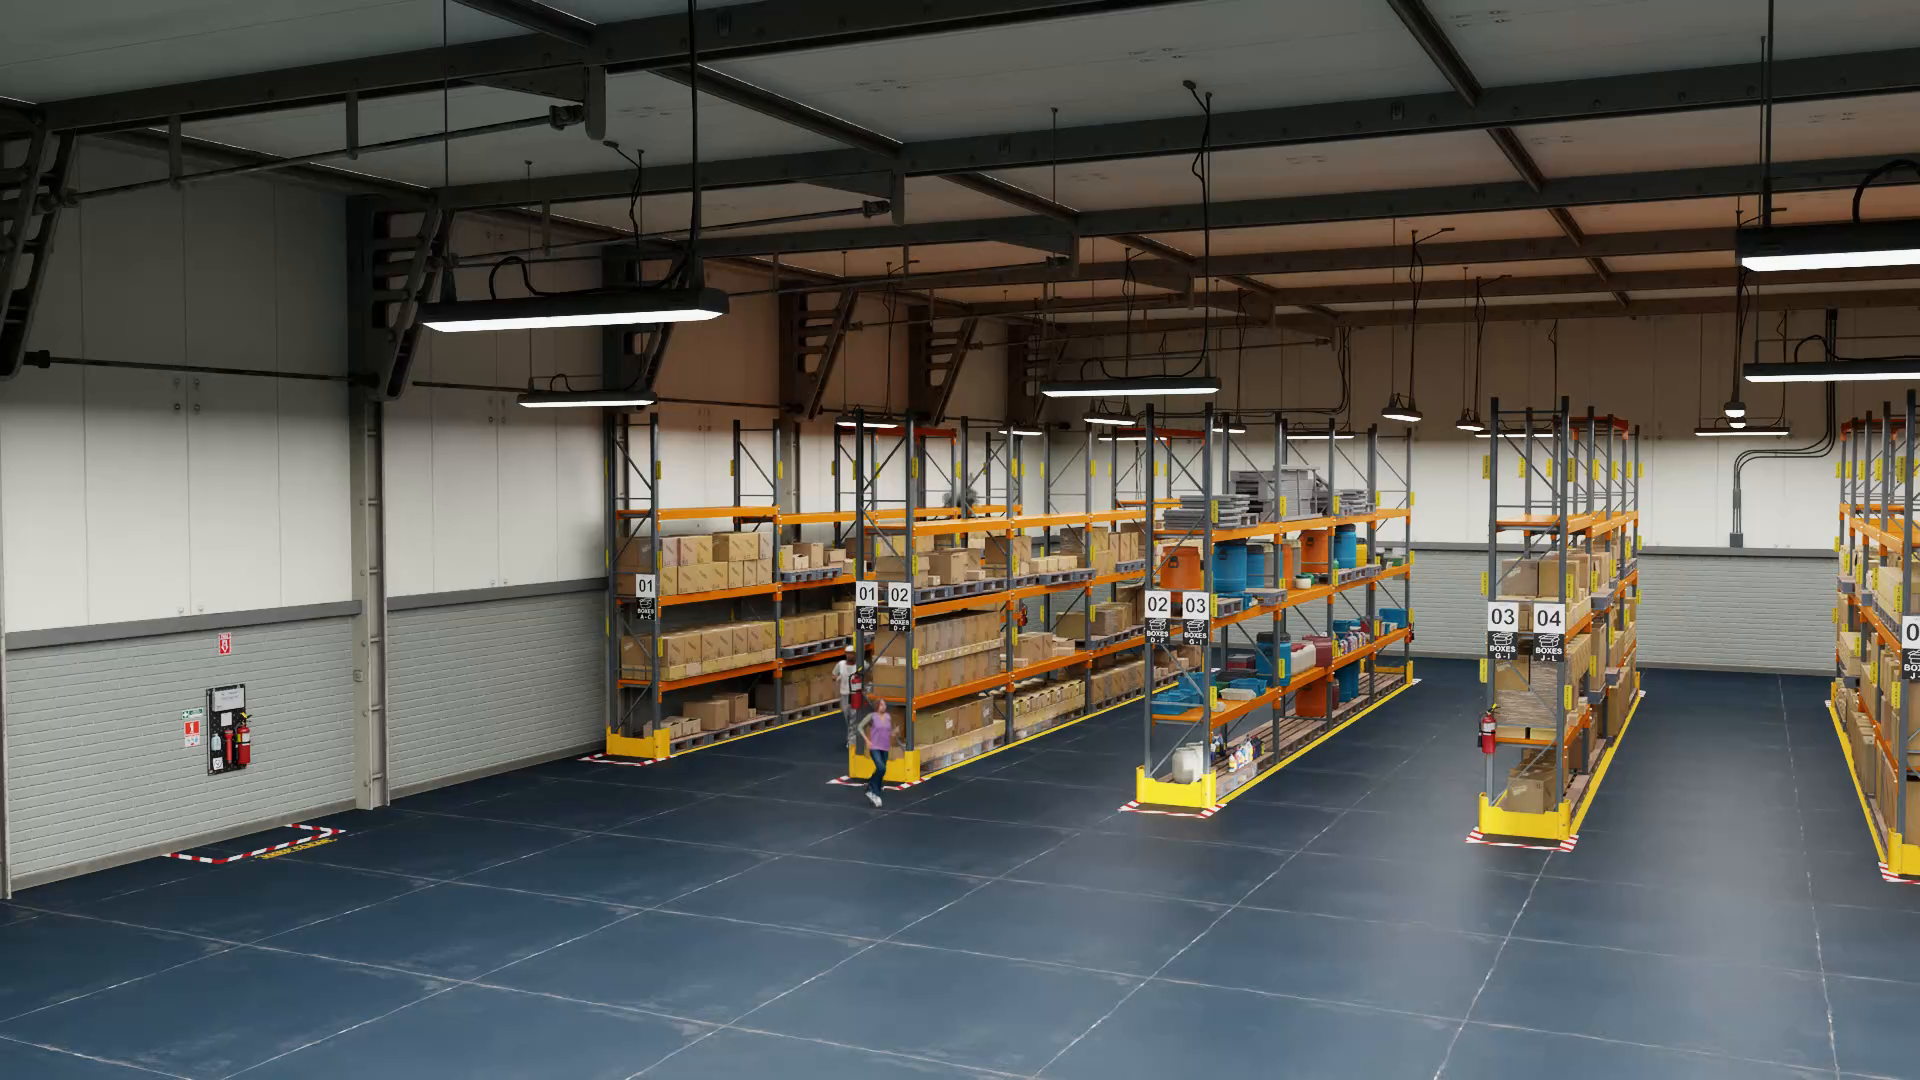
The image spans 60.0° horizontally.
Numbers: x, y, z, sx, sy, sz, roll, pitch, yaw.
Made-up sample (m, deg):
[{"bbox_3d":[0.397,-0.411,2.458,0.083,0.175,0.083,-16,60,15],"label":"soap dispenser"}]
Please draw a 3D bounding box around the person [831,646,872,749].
[{"bbox_3d":[-1.983,2.815,30.189,0.704,1.813,0.906,0,2,11],"label":"person"}]

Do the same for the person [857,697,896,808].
[{"bbox_3d":[-1.207,3.163,24.832,0.515,1.632,0.702,-2,3,-38],"label":"person"}]
